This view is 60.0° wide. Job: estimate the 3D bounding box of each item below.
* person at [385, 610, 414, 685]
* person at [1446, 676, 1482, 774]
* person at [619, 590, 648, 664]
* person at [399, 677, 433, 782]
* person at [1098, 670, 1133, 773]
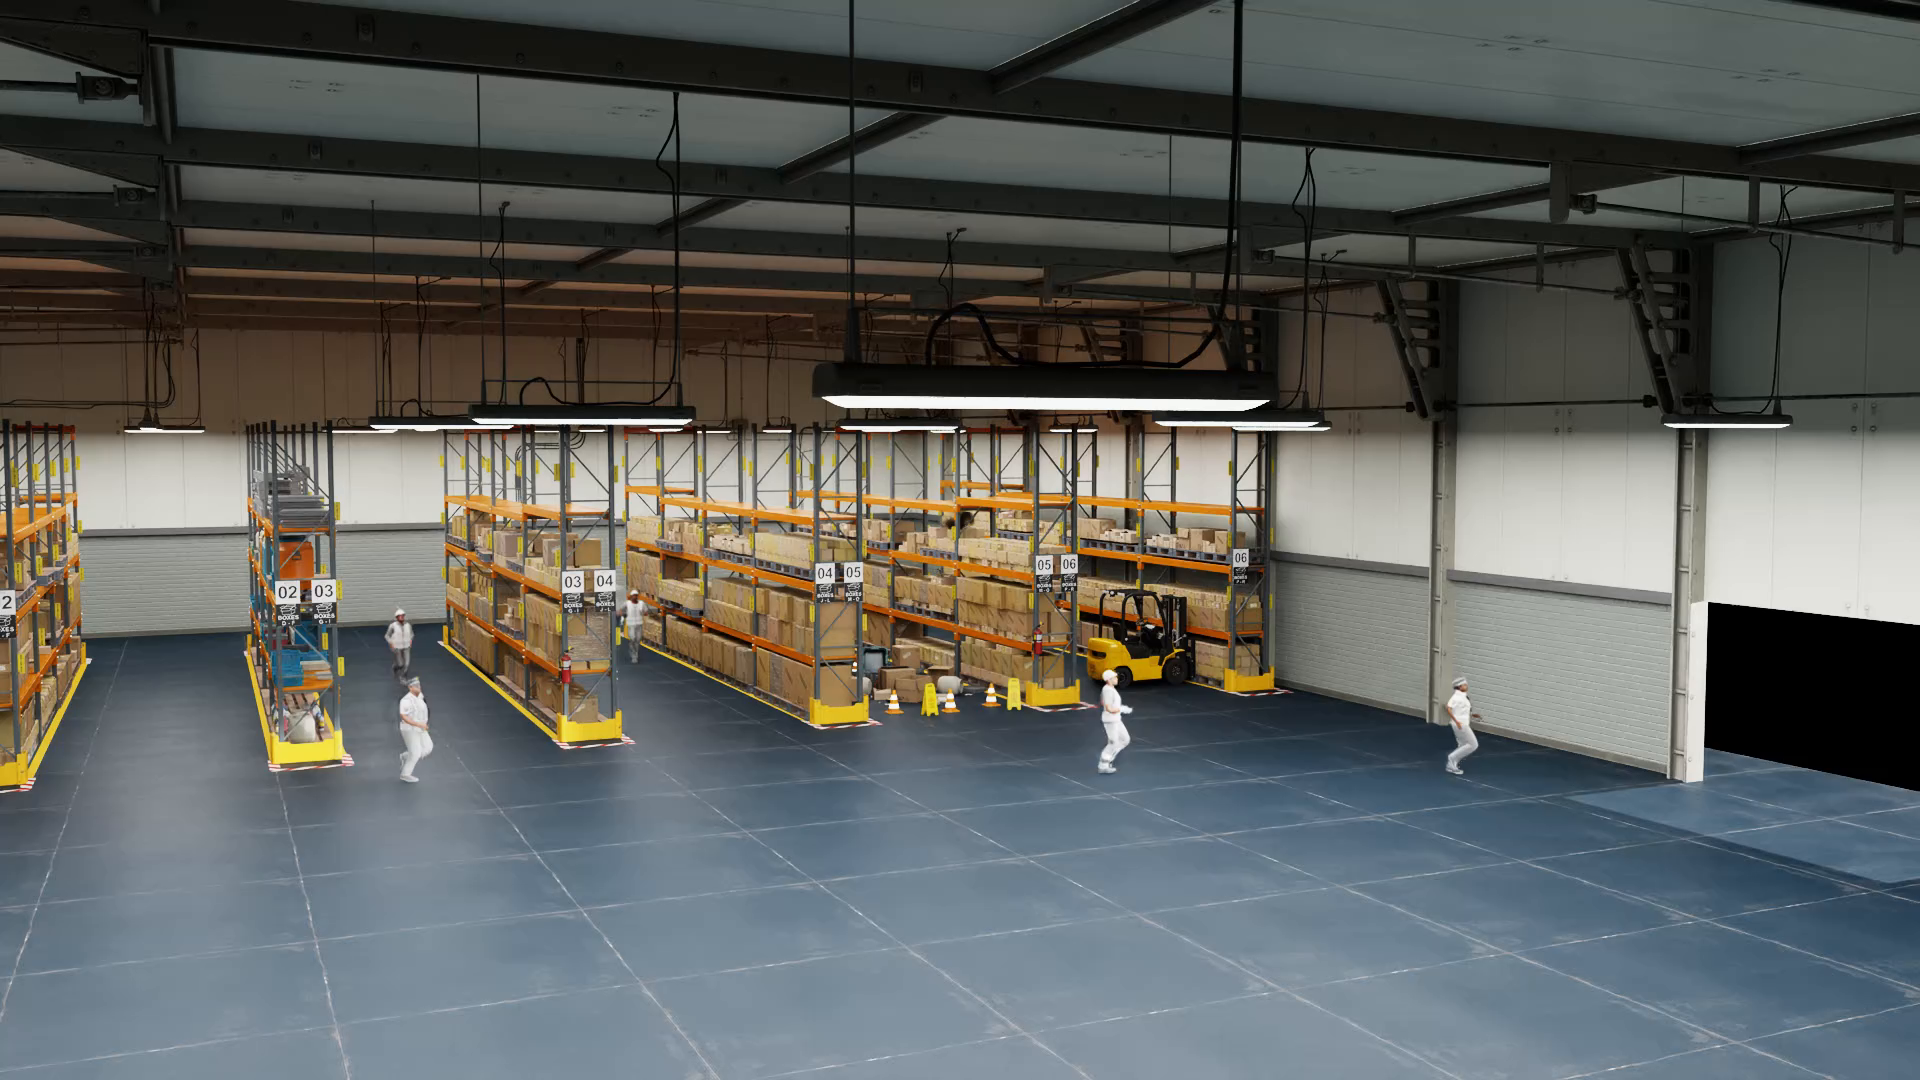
[{"bbox_3d":[-12.885,2.471,38.323,0.659,1.729,0.586,-3,4,-37],"label":"person"},{"bbox_3d":[8.524,3.131,28.123,0.570,1.661,0.548,1,4,20],"label":"person"},{"bbox_3d":[-8.255,2.180,42.213,0.672,1.830,0.853,-2,4,-26],"label":"person"},{"bbox_3d":[-9.043,3.134,27.635,0.643,1.748,0.688,1,4,14],"label":"person"},{"bbox_3d":[2.638,3.071,28.167,0.604,1.750,0.640,1,4,12],"label":"person"}]
